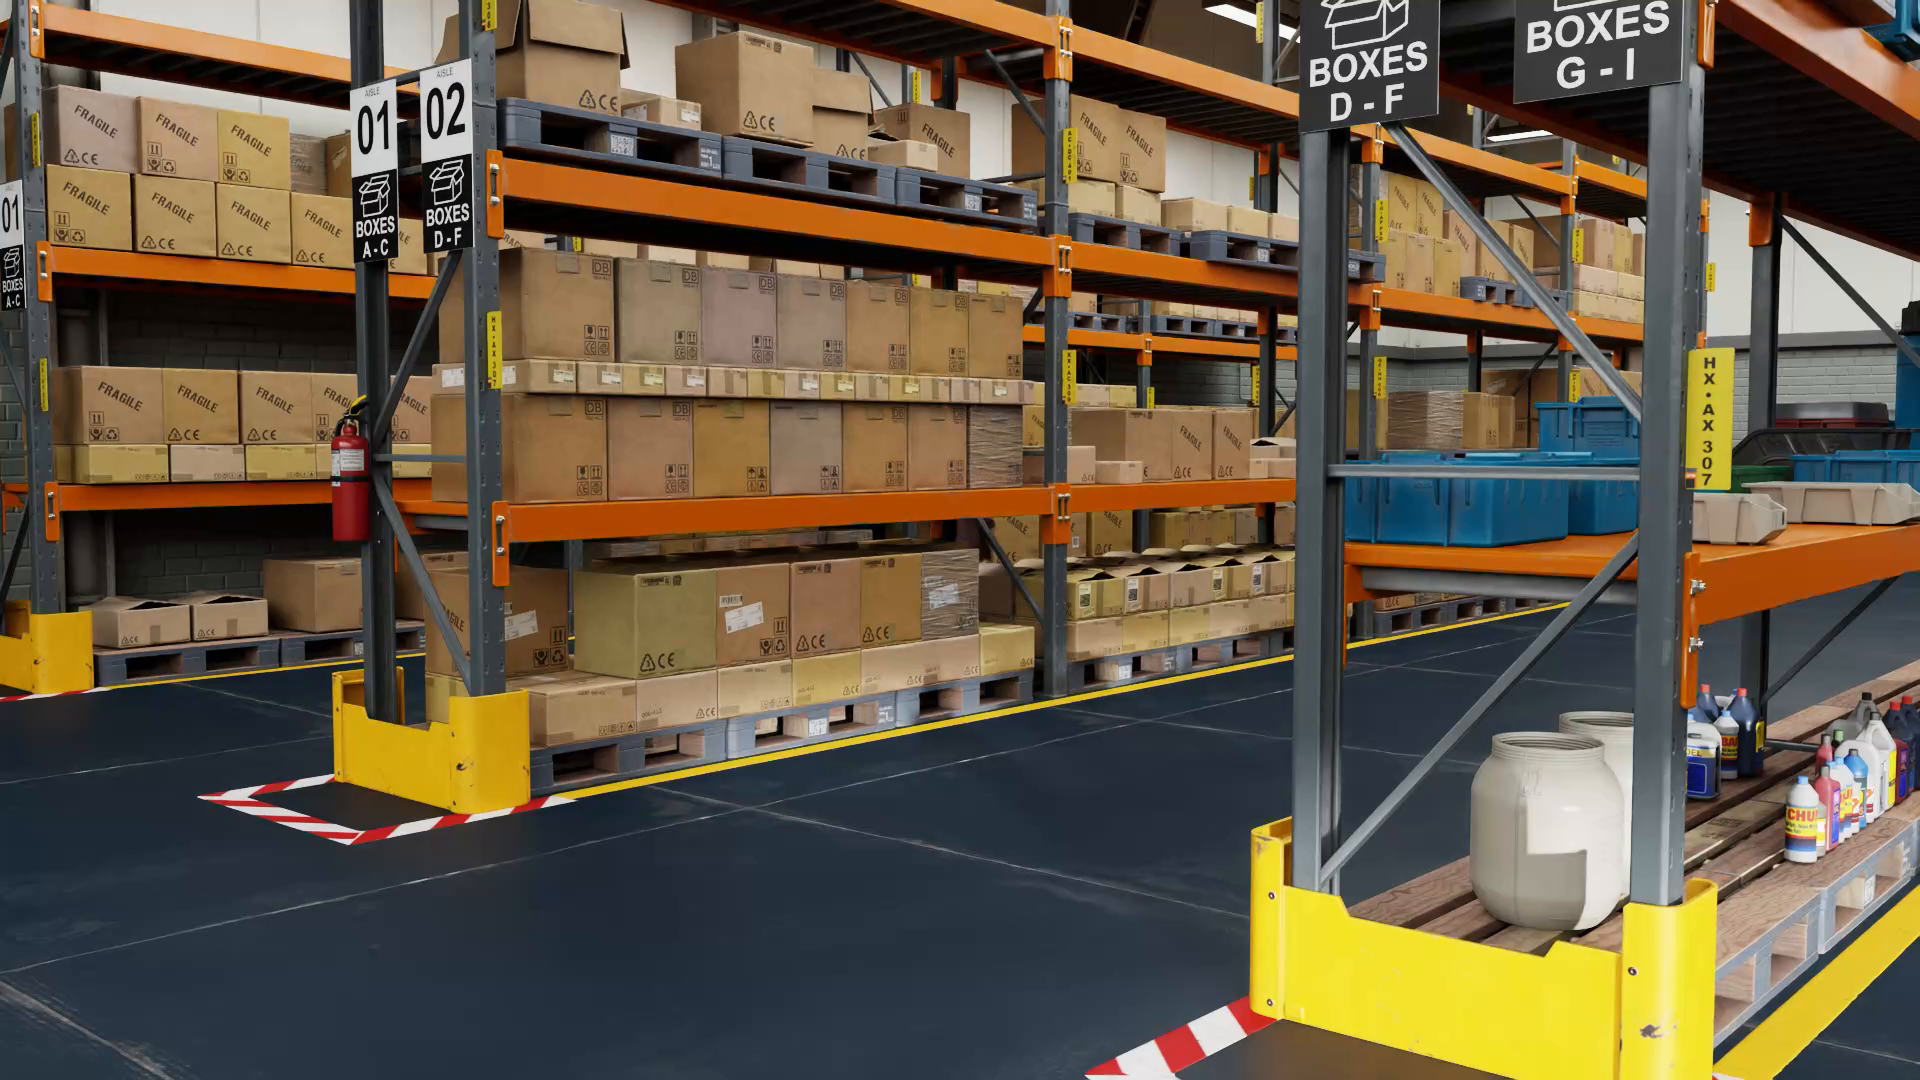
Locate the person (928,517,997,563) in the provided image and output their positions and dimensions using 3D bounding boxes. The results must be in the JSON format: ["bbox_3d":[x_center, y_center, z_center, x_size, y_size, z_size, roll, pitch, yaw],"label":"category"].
[{"bbox_3d":[0.015,-0.077,12.599,0.465,1.782,0.595,-3,5,-41],"label":"person"}]
